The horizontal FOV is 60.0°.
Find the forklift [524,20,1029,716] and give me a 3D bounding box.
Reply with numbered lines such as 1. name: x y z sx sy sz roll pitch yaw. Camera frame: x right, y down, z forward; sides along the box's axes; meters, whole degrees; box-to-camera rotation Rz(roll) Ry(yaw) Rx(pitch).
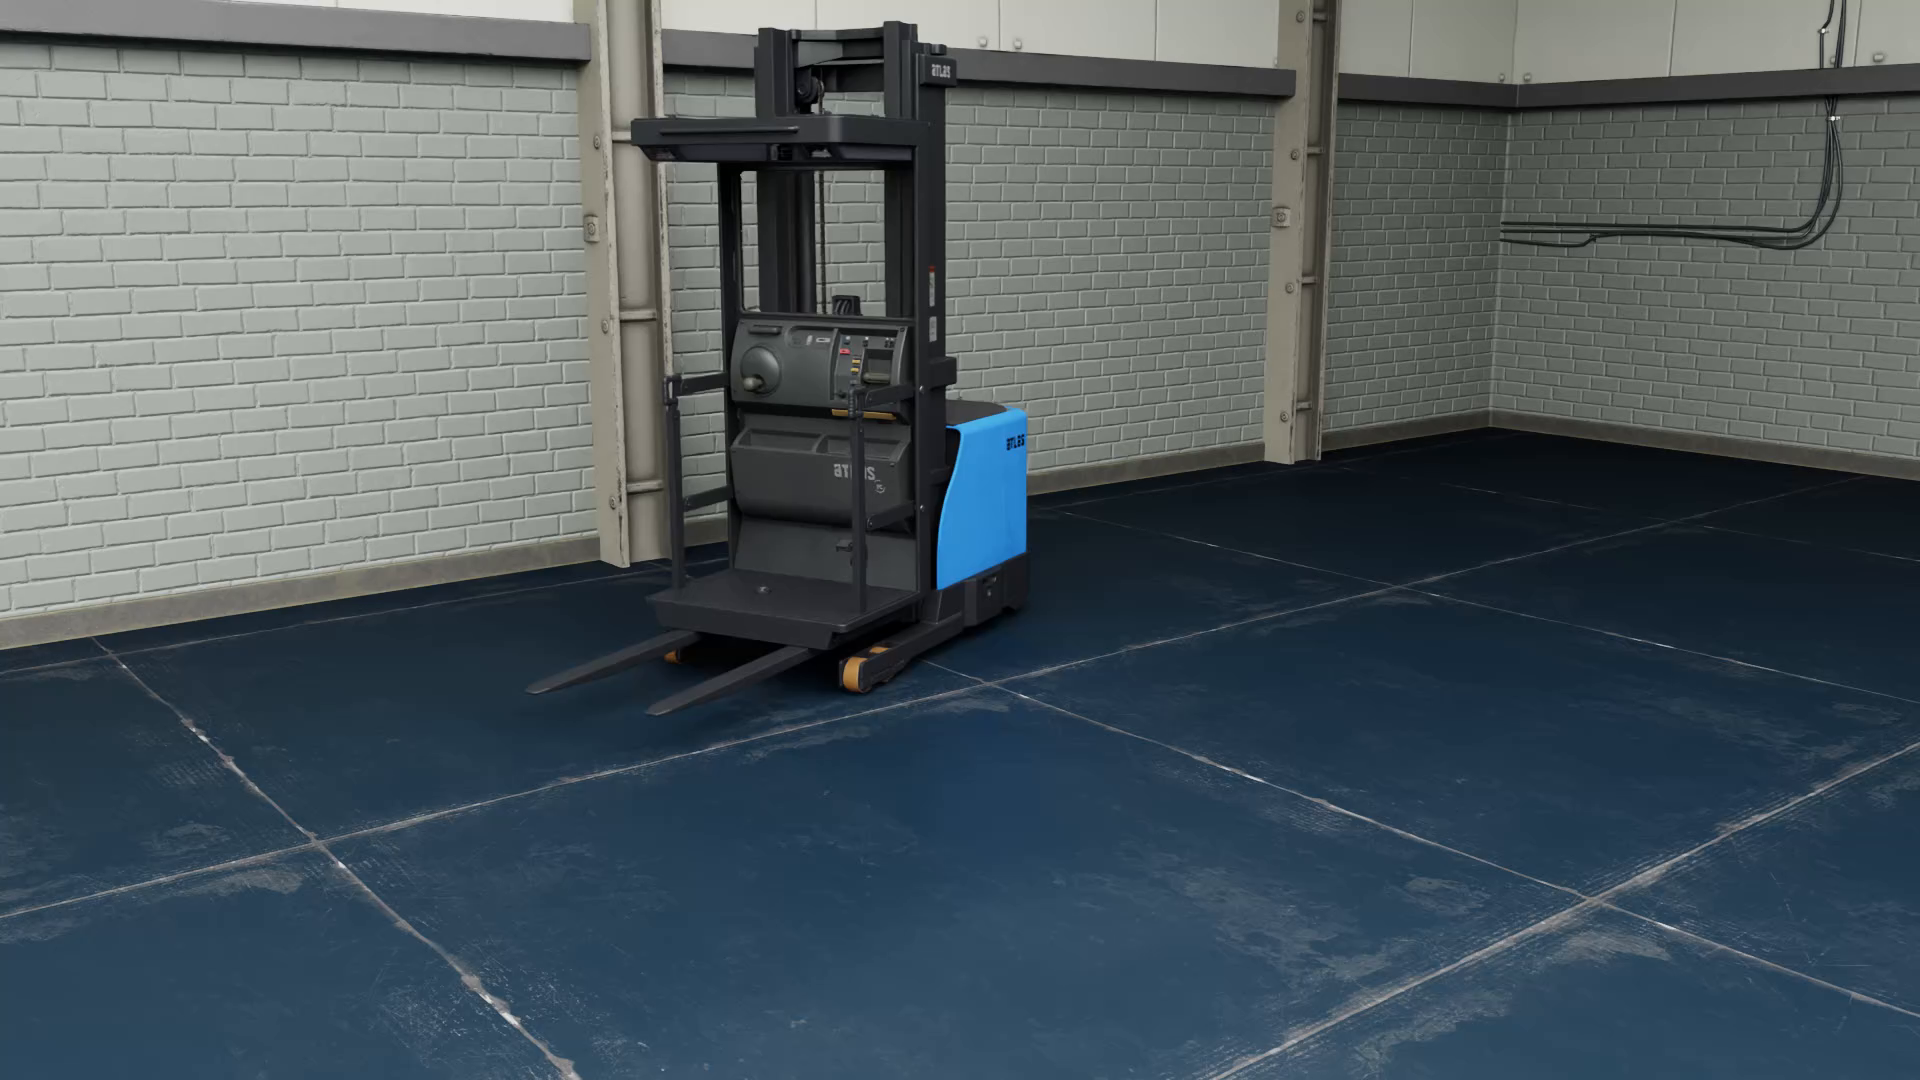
1. forklift: -0.760 -0.854 7.594 1.130 2.935 3.031 6 13 27

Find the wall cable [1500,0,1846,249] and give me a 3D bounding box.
1. wall cable: 5.867 -3.715 13.935 0.112 2.526 3.097 -9 15 -38

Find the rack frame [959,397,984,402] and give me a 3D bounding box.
1. rack frame: 0.073 -0.452 10.592 0.006 0.900 0.240 -9 15 -38

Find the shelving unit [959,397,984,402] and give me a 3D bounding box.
1. shelving unit: -0.006 -0.439 10.530 0.210 0.900 0.258 -9 15 -38

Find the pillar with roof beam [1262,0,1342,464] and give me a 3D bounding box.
1. pillar with roof beam: 5.430 -4.368 9.534 0.400 9.000 9.100 -9 15 -38

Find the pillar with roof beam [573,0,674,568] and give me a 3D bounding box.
1. pillar with roof beam: 0.745 -3.589 5.867 0.400 9.000 9.100 -9 15 -38
